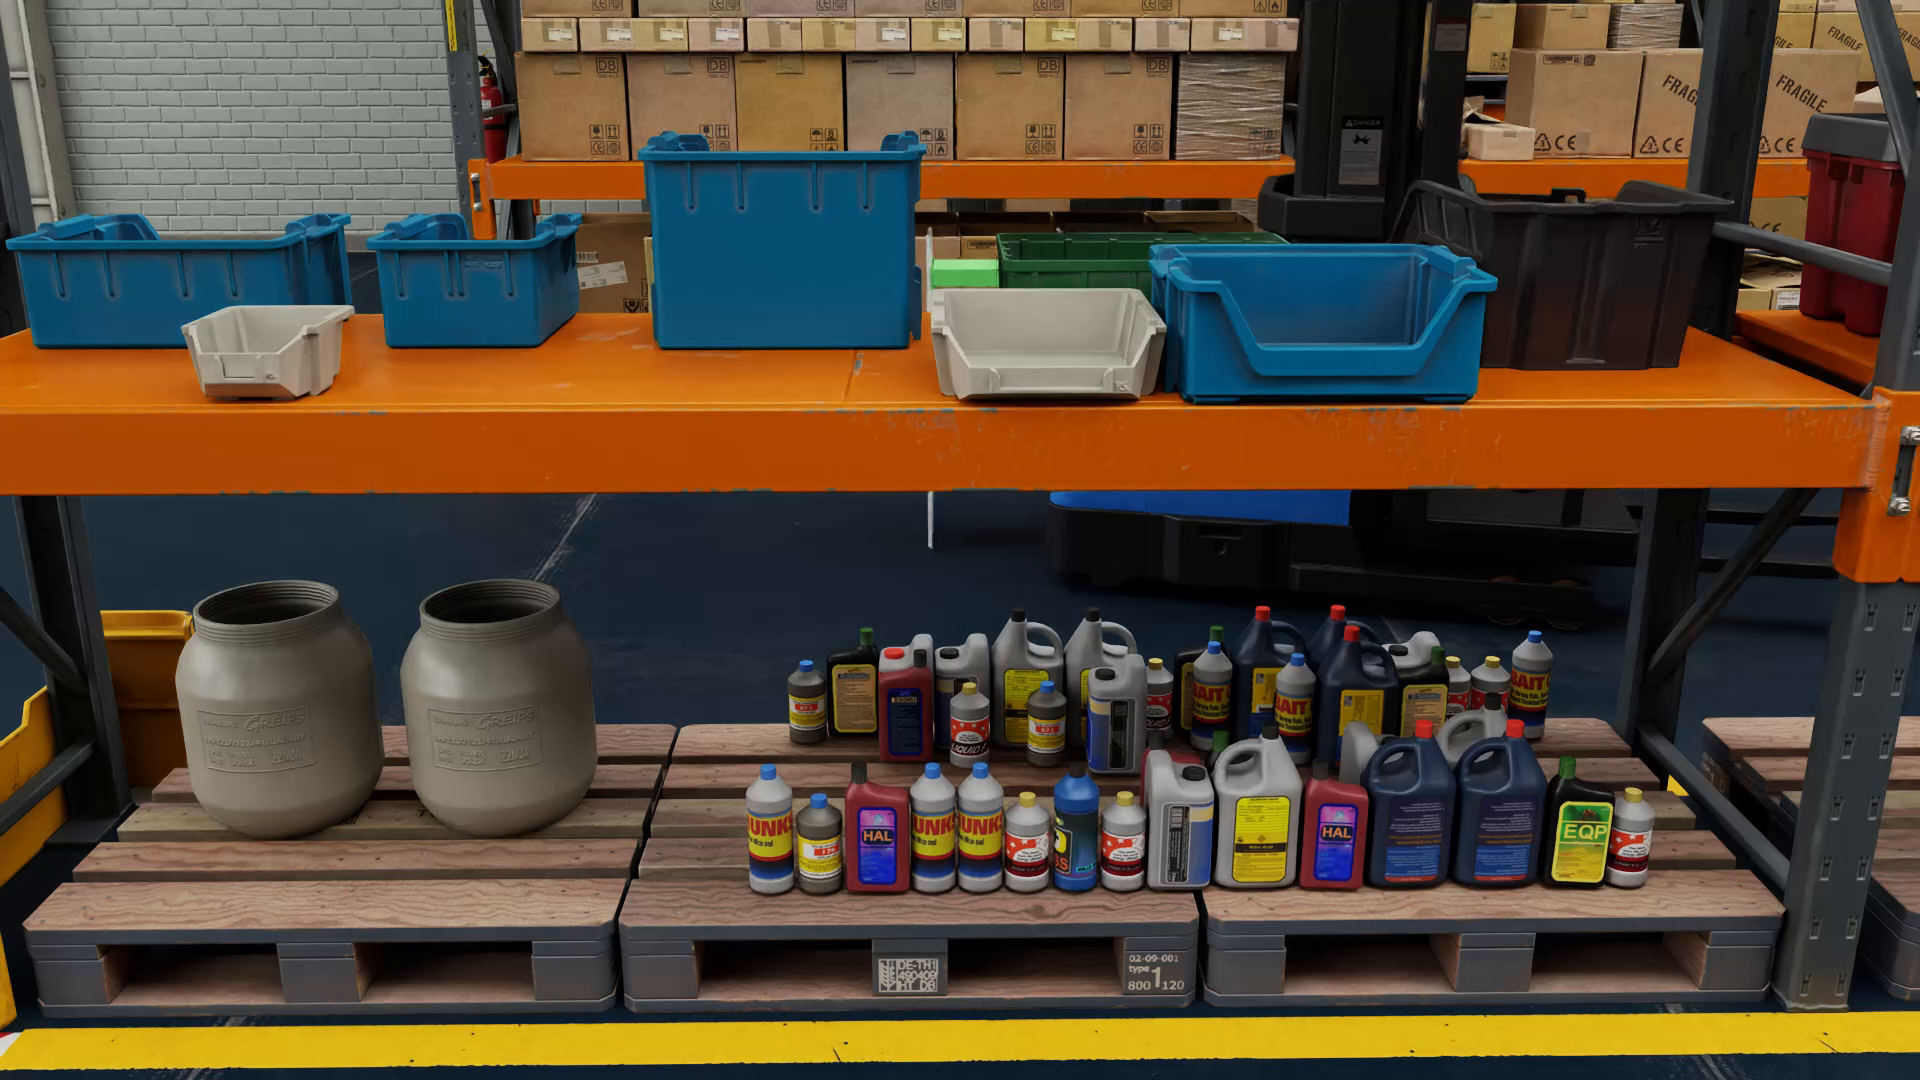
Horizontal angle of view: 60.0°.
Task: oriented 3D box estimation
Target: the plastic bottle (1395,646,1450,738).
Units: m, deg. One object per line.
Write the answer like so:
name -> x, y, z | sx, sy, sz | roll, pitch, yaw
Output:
plastic bottle -> 1.136, 0.400, 4.115 | 0.133, 0.283, 0.061 | 0, 18, -1

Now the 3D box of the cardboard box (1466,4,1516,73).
cardboard box -> 3.910, -3.878, 12.841 | 0.500, 0.500, 0.700 | 0, 18, -1

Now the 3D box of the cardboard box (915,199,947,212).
cardboard box -> -0.377, -2.586, 13.071 | 0.500, 0.500, 0.700 | -1, 18, -4

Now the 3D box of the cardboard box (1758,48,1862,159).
cardboard box -> 4.029, -2.160, 8.207 | 0.500, 0.500, 0.500 | -1, 18, -4

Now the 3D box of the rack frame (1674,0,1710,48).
rack frame -> 5.625, -3.639, 12.980 | 0.127, 3.000, 1.000 | 0, 18, -1

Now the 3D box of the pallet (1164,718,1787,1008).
pallet -> 1.110, 0.725, 3.943 | 1.213, 0.211, 1.003 | 0, 18, -1

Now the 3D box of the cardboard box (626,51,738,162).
cardboard box -> -1.300, -2.137, 8.135 | 0.500, 0.500, 0.700 | 0, 18, 1

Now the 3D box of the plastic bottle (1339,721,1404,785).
plastic bottle -> 0.923, 0.541, 3.690 | 0.135, 0.276, 0.152 | 0, 18, -1

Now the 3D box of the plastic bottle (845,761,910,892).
plastic bottle -> -0.173, 0.601, 3.491 | 0.133, 0.283, 0.061 | 0, 18, 0

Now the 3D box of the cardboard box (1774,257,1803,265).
cardboard box -> 4.653, -1.366, 8.789 | 0.500, 0.311, 0.500 | -1, 18, -2

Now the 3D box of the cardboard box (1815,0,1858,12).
cardboard box -> 6.620, -4.121, 12.572 | 0.500, 0.250, 0.500 | -1, 18, -2

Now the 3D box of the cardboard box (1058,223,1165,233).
cardboard box -> 0.747, -1.286, 8.233 | 0.500, 0.500, 0.500 | 0, 18, -1

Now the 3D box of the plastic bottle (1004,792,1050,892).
plastic bottle -> 0.142, 0.633, 3.526 | 0.097, 0.201, 0.097 | 0, 18, 0

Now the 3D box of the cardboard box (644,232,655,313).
cardboard box -> -1.253, -1.273, 8.190 | 0.500, 0.500, 0.500 | 0, 18, -1

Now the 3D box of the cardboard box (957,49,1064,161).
cardboard box -> 0.235, -2.144, 8.157 | 0.500, 0.500, 0.700 | 0, 18, 0

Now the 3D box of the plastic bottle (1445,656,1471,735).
plastic bottle -> 1.253, 0.398, 4.257 | 0.097, 0.201, 0.097 | 0, 18, 0

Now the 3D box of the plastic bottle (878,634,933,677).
plastic bottle -> -0.136, 0.378, 4.199 | 0.135, 0.276, 0.152 | 0, 18, 0

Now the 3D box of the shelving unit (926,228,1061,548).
shelving unit -> 0.129, -0.576, 6.379 | 0.503, 1.200, 0.258 | 0, 18, 0

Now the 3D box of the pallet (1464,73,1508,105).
pallet -> 3.646, -3.525, 12.940 | 1.213, 0.211, 1.003 | 0, 18, -1

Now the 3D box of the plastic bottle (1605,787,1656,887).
plastic bottle -> 1.424, 0.626, 3.545 | 0.097, 0.201, 0.097 | 0, 18, 0

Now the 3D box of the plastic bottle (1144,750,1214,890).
plastic bottle -> 0.465, 0.587, 3.546 | 0.135, 0.276, 0.152 | 0, 18, 0

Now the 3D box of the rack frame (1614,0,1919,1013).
rack frame -> 1.782, -0.594, 3.487 | 0.127, 3.000, 1.000 | 0, 18, -1

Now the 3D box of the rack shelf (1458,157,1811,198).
rack shelf -> 3.707, -1.774, 8.343 | 4.000, 0.370, 1.077 | 0, 18, -1

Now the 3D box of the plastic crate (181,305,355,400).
plastic crate -> -1.318, -0.355, 3.175 | 0.250, 0.136, 0.298 | 0, 18, -1

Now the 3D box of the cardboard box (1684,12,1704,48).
cardboard box -> 6.093, -3.920, 13.174 | 0.500, 0.500, 0.500 | 0, 18, -1

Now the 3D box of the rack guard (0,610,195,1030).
rack guard -> -2.142, 0.601, 3.855 | 0.348, 0.500, 1.175 | 0, 18, -1

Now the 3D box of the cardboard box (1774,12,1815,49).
cardboard box -> 6.115, -3.762, 12.680 | 0.500, 0.500, 0.500 | 0, 18, 1

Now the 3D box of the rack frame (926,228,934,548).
rack frame -> -0.115, -0.577, 6.381 | 0.015, 1.200, 0.240 | 0, 18, 0

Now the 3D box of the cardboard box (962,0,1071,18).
cardboard box -> 0.258, -2.763, 7.962 | 0.500, 0.500, 0.700 | 0, 18, -1

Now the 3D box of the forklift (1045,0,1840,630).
forklift -> 1.882, -1.270, 5.710 | 3.031, 2.935, 1.130 | 4, 18, 12

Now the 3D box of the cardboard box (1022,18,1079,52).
cardboard box -> 0.421, -2.392, 7.867 | 0.250, 0.149, 0.380 | 0, 18, -1

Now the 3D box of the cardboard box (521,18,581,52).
cardboard box -> -1.896, -2.380, 7.830 | 0.250, 0.149, 0.380 | 0, 18, -1

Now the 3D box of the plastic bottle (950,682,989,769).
plastic bottle -> 0.024, 0.450, 4.094 | 0.097, 0.201, 0.097 | 0, 18, 0

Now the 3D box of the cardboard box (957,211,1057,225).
cardboard box -> 0.239, -1.443, 8.721 | 0.500, 0.500, 0.500 | 0, 18, -1

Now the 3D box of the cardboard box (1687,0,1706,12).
cardboard box -> 6.074, -4.276, 13.055 | 0.500, 0.250, 0.500 | 0, 18, 1

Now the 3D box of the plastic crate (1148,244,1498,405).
plastic crate -> 0.680, -0.435, 3.235 | 0.616, 0.251, 0.499 | 0, 18, -1

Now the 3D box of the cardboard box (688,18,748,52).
cardboard box -> -1.131, -2.383, 7.840 | 0.250, 0.149, 0.380 | -1, 18, -2

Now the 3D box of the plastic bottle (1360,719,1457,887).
plastic bottle -> 0.951, 0.550, 3.538 | 0.185, 0.351, 0.144 | -1, 18, -4

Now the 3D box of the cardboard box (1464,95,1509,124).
cardboard box -> 2.584, -2.103, 8.412 | 0.258, 0.266, 0.396 | -1, 18, -2

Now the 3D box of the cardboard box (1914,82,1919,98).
cardboard box -> 7.244, -3.474, 12.845 | 0.250, 0.149, 0.380 | 0, 18, 0

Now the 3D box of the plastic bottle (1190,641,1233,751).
plastic bottle -> 0.633, 0.386, 4.179 | 0.097, 0.271, 0.097 | 0, 18, 0

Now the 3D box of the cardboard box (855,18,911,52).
cardboard box -> -0.359, -2.387, 7.852 | 0.250, 0.149, 0.380 | 0, 18, 0

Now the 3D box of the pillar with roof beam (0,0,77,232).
pillar with roof beam -> -7.619, -5.381, 8.588 | 0.400, 9.000, 9.100 | 0, 18, -1

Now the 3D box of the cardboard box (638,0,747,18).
cardboard box -> -1.246, -2.755, 7.938 | 0.500, 0.500, 0.700 | -1, 18, -2

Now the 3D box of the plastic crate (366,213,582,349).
plastic crate -> -1.073, -0.599, 3.747 | 0.408, 0.251, 0.499 | 0, 18, -1

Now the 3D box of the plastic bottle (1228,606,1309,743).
plastic bottle -> 0.779, 0.336, 4.205 | 0.185, 0.351, 0.144 | -1, 18, -3

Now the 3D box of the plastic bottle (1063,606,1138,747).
plastic bottle -> 0.354, 0.338, 4.198 | 0.185, 0.351, 0.144 | 0, 18, -1

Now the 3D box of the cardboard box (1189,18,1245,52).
cardboard box -> 1.192, -2.396, 7.879 | 0.250, 0.149, 0.380 | -1, 18, -2

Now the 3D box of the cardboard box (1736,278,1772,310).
cardboard box -> 3.662, -1.198, 8.267 | 0.500, 0.311, 0.500 | 0, 18, 1
